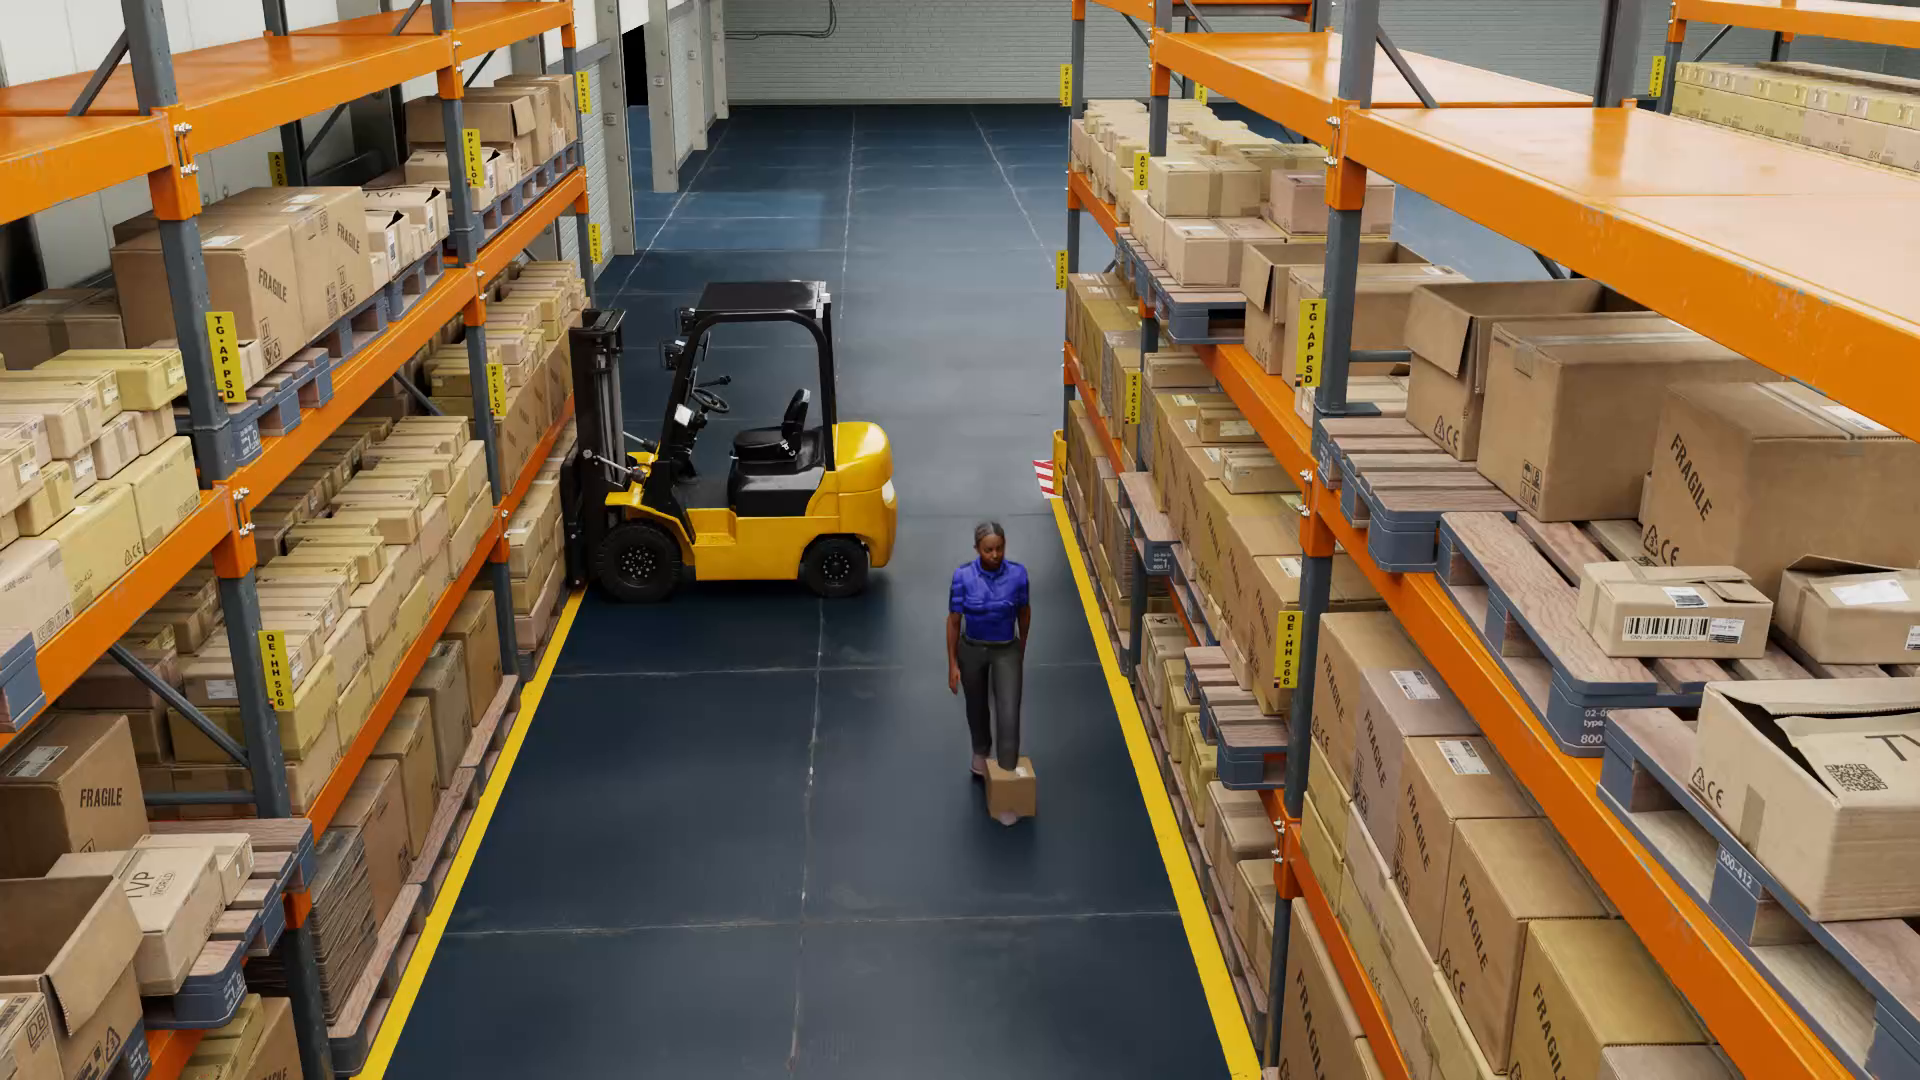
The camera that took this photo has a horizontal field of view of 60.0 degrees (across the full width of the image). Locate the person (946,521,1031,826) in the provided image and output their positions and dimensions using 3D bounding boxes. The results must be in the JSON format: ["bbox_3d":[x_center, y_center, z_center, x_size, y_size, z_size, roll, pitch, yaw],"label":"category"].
[{"bbox_3d":[0.160,0.690,9.293,0.470,1.690,0.783,0,21,1],"label":"person"}]
